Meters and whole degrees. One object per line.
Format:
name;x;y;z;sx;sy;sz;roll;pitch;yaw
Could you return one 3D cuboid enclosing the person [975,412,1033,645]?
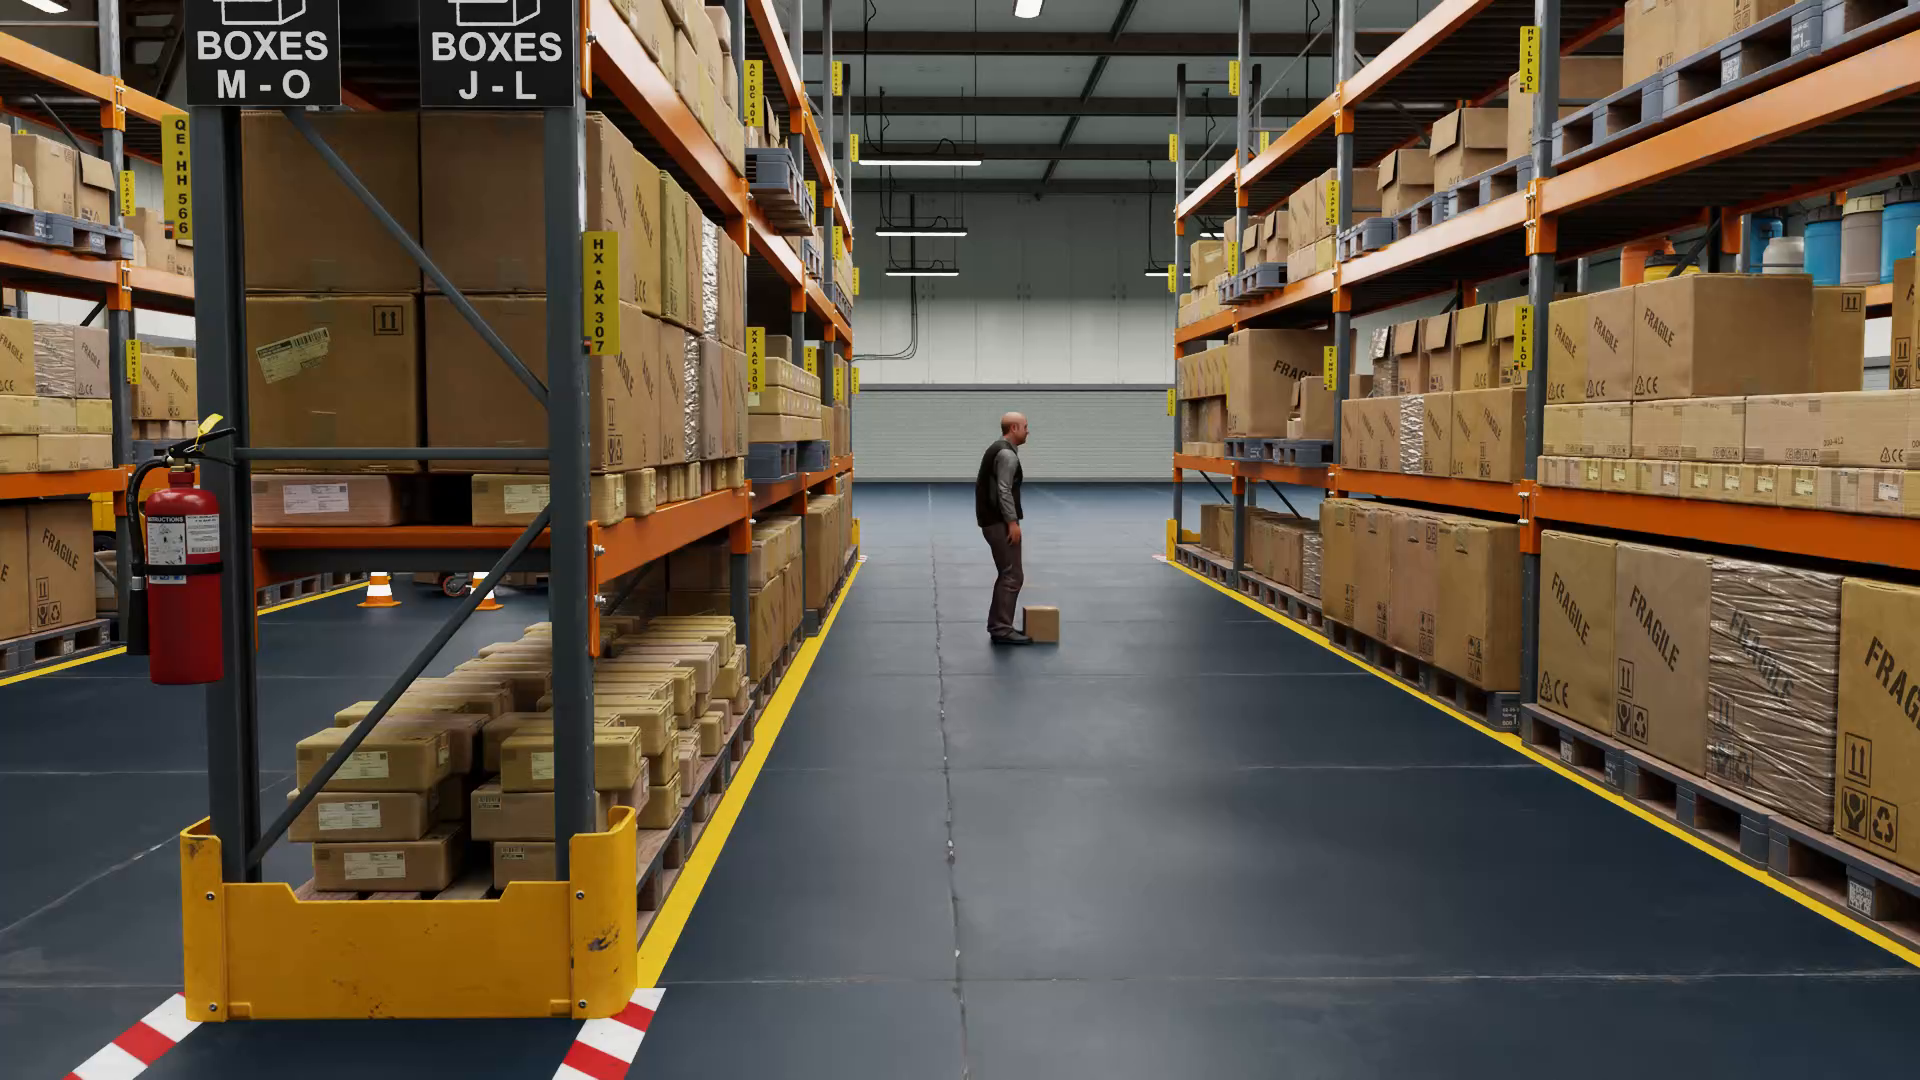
person;0.322;-0.099;12.455;0.418;1.719;0.585;0;4;-5
